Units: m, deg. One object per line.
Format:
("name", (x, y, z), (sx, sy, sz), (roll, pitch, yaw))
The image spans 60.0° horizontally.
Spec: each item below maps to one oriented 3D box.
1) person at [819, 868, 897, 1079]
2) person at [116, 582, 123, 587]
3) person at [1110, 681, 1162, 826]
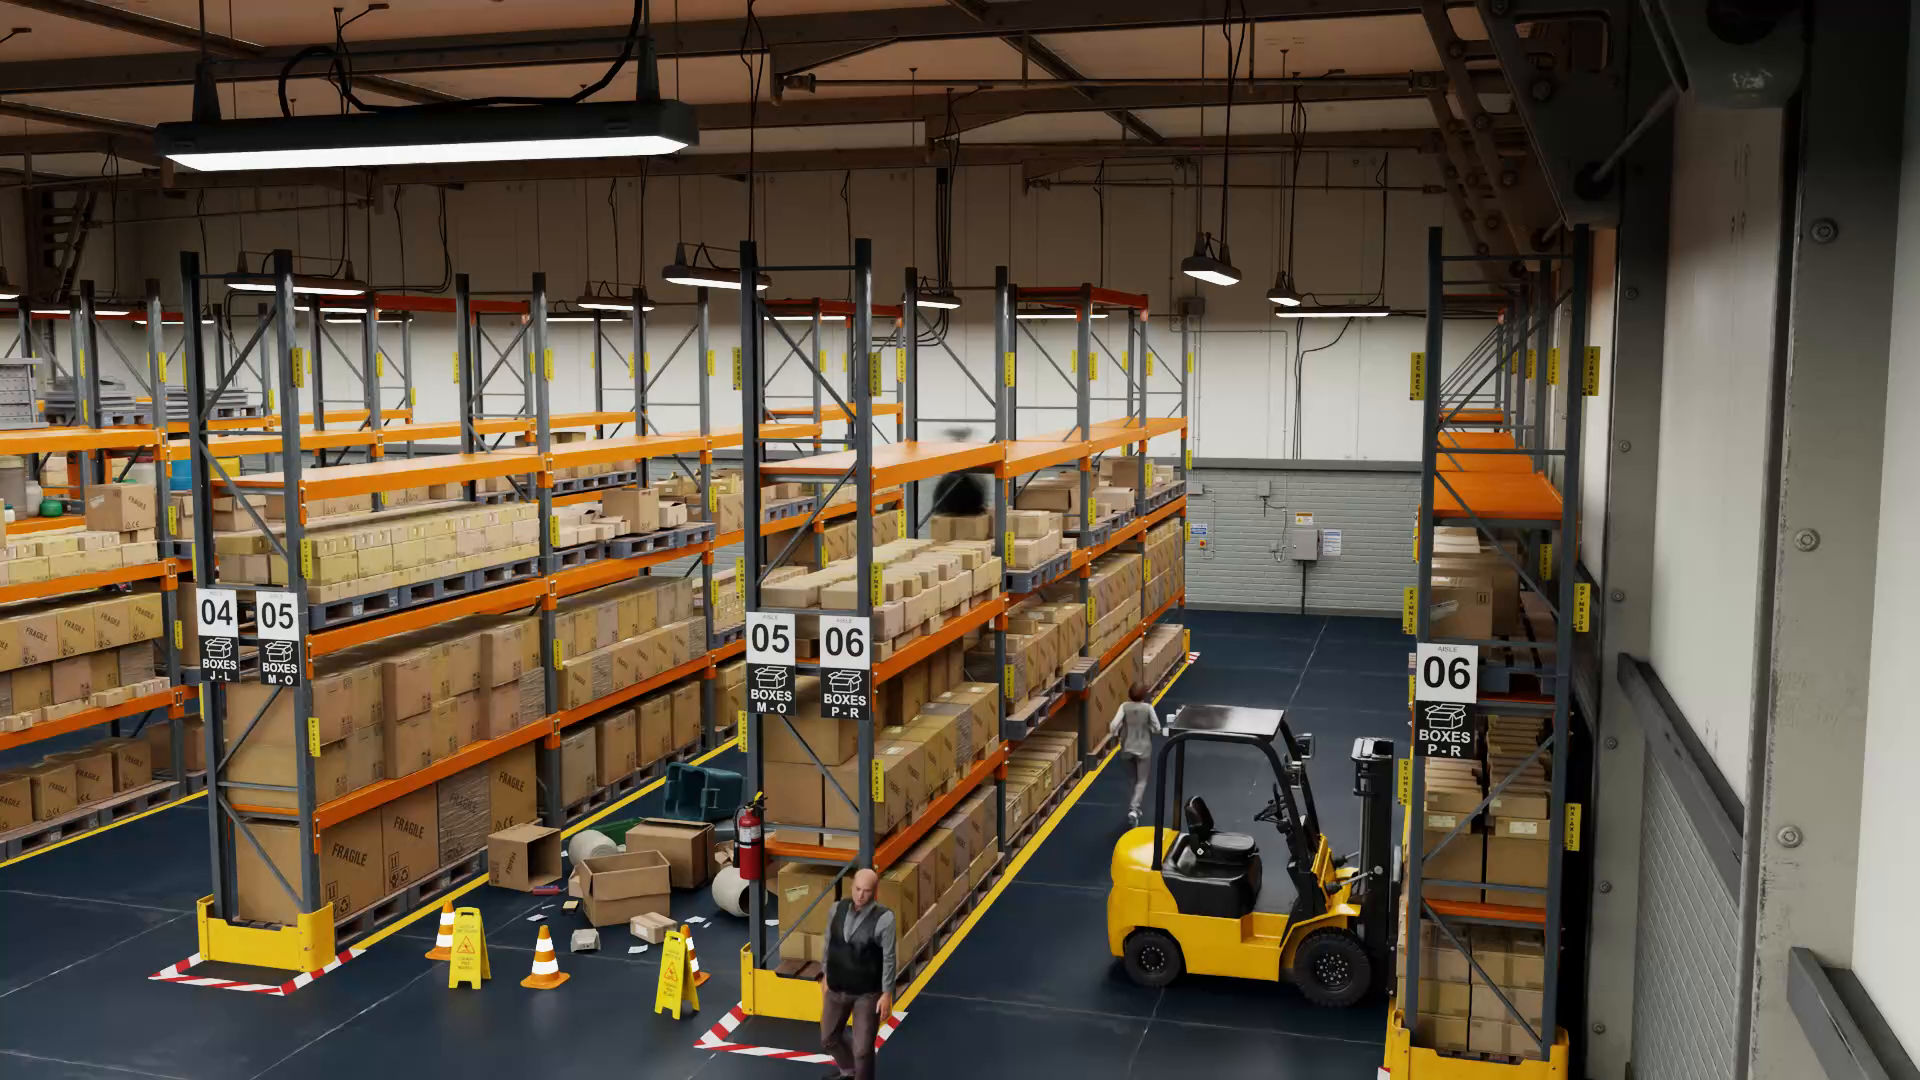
("person", (-0.710, 3.051, 11.390), (0.654, 1.702, 0.493), (3, 7, 25))
("person", (-17.812, 0.425, 35.346), (0.526, 1.564, 0.668), (3, 7, 25))
("person", (1.931, 2.378, 18.179), (0.543, 1.497, 0.792), (2, 7, 17))
